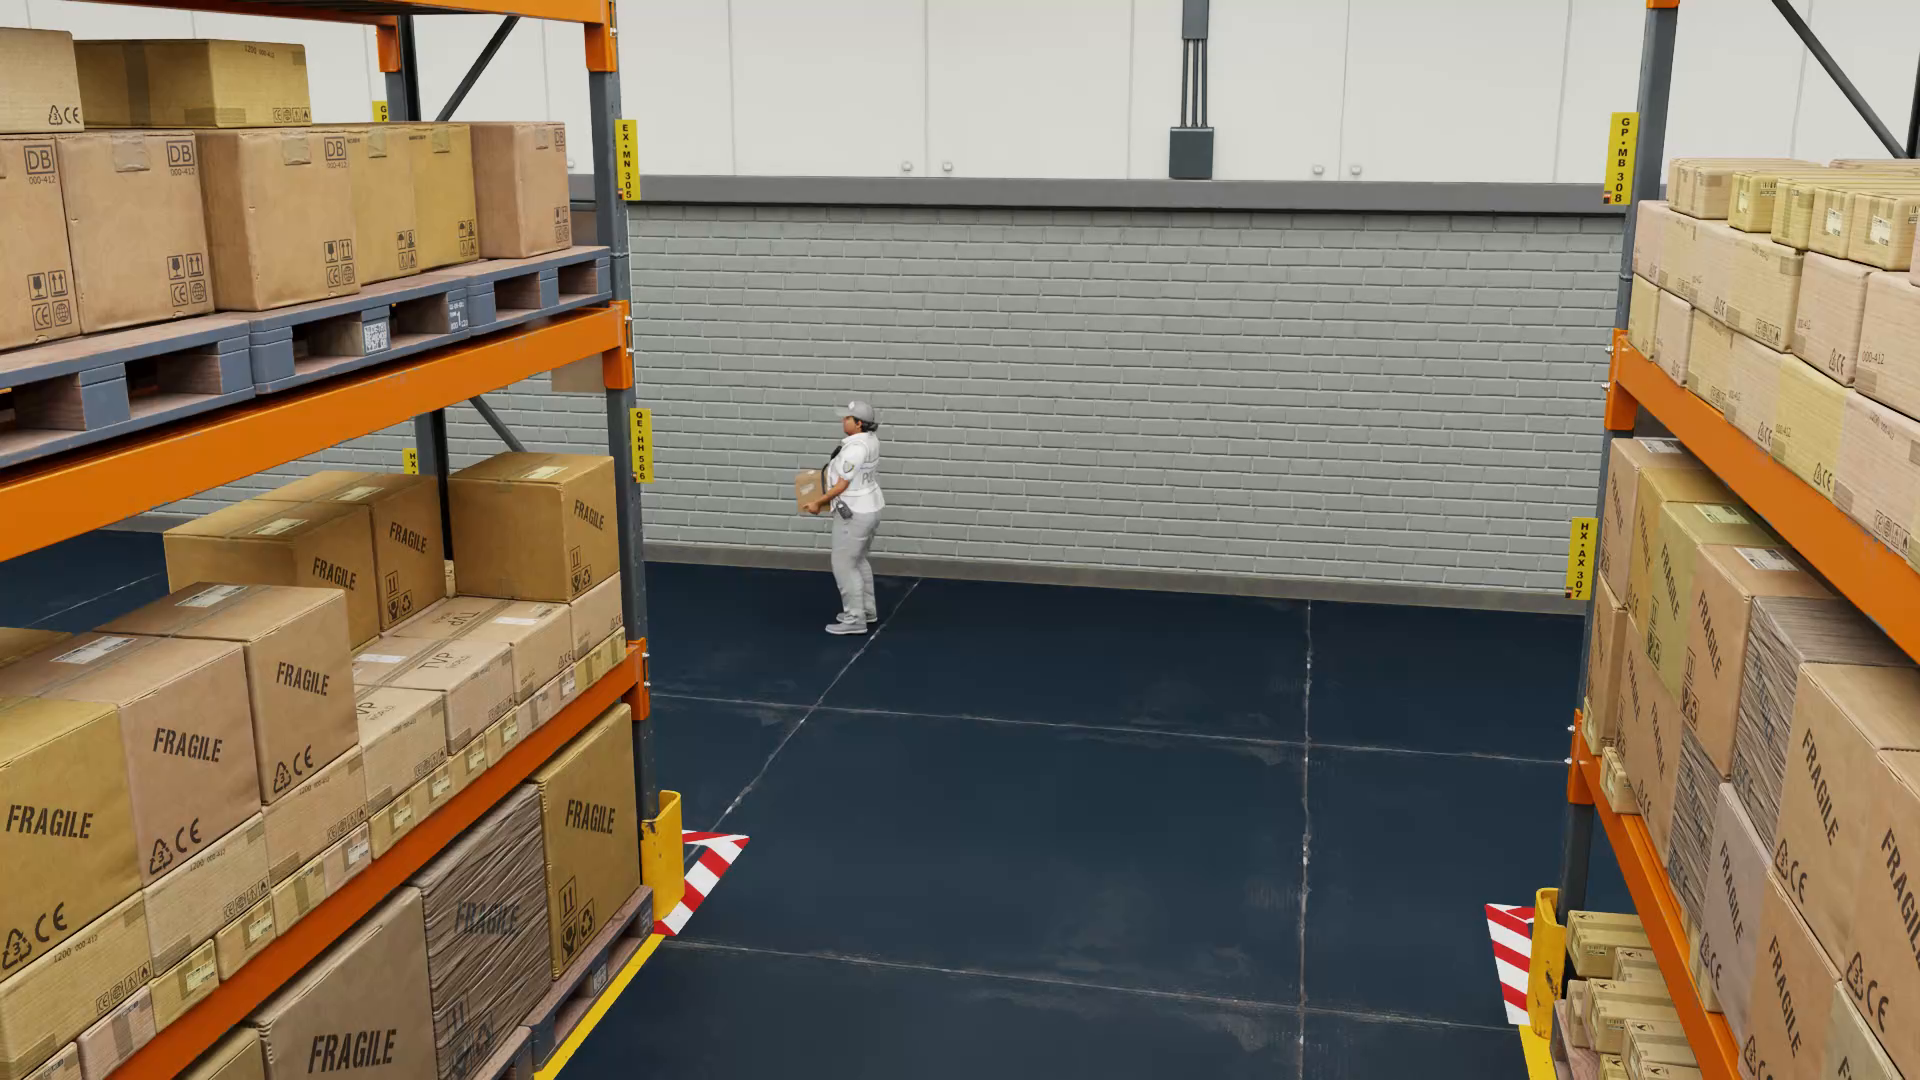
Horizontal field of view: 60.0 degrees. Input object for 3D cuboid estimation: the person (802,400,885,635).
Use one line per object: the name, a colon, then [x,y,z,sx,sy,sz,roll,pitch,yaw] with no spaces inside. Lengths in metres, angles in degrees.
person: [-0.821,-0.174,11.686,0.521,1.653,0.452,3,15,11]
